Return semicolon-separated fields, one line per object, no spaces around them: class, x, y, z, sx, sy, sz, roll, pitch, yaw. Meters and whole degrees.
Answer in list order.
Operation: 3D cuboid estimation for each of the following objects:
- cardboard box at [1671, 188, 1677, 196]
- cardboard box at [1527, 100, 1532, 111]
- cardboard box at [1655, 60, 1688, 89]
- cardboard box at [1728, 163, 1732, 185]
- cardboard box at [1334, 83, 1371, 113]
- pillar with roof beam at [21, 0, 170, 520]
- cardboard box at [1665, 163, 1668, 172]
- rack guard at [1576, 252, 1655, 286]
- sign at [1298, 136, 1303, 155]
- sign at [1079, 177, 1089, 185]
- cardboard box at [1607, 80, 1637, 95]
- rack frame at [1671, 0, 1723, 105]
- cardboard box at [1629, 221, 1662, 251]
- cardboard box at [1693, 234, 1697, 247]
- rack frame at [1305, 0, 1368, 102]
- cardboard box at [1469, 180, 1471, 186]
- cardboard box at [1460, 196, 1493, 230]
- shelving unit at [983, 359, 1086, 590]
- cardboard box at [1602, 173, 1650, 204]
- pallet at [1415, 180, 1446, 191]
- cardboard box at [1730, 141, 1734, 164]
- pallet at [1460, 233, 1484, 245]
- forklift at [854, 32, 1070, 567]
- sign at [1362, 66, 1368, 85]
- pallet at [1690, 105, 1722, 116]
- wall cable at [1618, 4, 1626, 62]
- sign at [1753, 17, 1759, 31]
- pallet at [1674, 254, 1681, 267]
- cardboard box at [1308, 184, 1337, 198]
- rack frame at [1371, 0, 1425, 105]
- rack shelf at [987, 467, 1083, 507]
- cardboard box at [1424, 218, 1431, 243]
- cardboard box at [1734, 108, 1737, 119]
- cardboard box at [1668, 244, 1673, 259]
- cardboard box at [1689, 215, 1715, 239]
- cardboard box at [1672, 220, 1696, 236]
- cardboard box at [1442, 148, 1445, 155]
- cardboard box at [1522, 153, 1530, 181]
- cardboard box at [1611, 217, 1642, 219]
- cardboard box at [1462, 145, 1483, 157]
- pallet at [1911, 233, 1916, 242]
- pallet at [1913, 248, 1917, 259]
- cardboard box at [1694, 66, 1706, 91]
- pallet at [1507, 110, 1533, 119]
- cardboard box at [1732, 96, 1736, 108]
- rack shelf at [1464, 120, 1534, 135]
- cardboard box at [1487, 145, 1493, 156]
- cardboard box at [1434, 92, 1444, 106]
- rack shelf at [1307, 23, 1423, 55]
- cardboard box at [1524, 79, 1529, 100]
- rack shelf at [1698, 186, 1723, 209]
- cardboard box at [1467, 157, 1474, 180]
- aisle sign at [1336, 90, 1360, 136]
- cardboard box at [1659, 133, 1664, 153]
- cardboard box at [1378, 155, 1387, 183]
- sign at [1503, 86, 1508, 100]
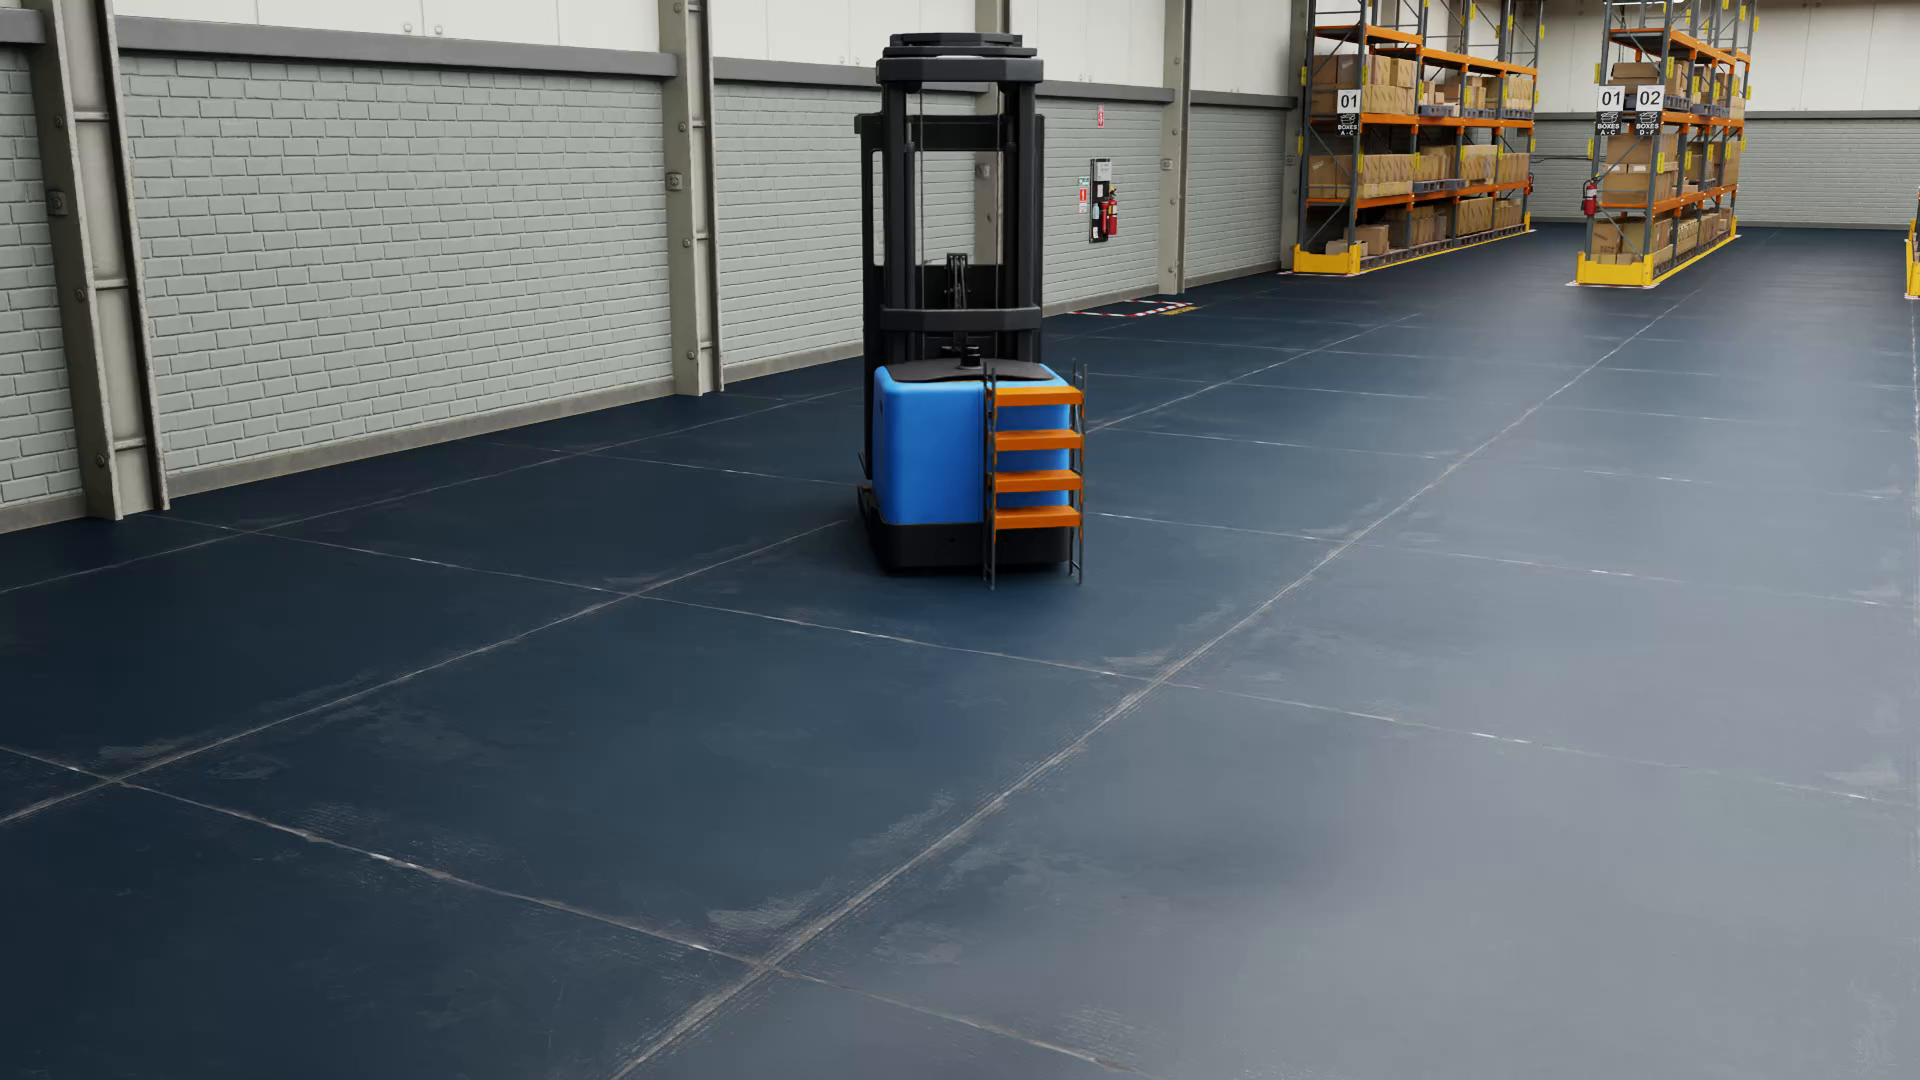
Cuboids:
cardboard box;13.504;-6.619;31.626;0.380;0.149;0.250;7;15;28
cardboard box;14.238;-11.063;42.333;0.500;0.250;0.500;8;16;30
cardboard box;13.229;-8.659;30.974;0.500;0.500;0.500;8;15;29
cardboard box;17.737;-8.554;38.903;0.500;0.500;0.500;7;15;28
cardboard box;7.005;-7.880;29.661;0.500;0.500;0.500;8;16;30
pillar with roof beam;-1.628;-4.069;7.712;9.100;9.000;0.400;7;15;28
cardboard box;12.212;-6.552;29.212;0.380;0.149;0.250;8;16;30
rack guard;10.951;-4.542;27.807;1.175;0.500;0.348;7;15;28
sign;6.148;-7.106;29.965;0.100;0.325;0.005;7;15;28
sign;1.729;-5.004;23.182;0.001;0.109;0.331;7;15;28
cardboard box;11.288;-7.686;28.239;0.500;0.250;0.500;7;15;28
rack frame;14.830;-10.320;33.640;1.000;3.000;0.127;7;15;28
cardboard box;11.887;-5.286;28.930;0.500;0.500;0.500;7;15;28
cardboard box;14.789;-6.135;34.054;0.500;0.250;0.500;8;16;29
rack frame;6.624;-9.239;29.157;1.000;3.000;0.127;7;15;28
cardboard box;11.451;-8.160;37.974;0.380;0.149;0.250;8;16;29
cardboard box;12.225;-7.796;39.660;0.750;0.750;0.750;8;15;29
shelving unit;0.395;-0.351;8.930;0.503;1.200;0.258;-3;14;-10
cardboard box;11.200;-5.905;27.914;0.700;0.500;0.500;7;15;28
pallet;9.571;-7.460;34.986;1.003;0.211;1.213;7;15;28
cardboard box;17.736;-9.035;38.763;0.500;0.500;0.500;7;15;26
pallet;11.530;-7.011;38.664;1.003;0.211;1.213;7;15;28
forklift;-0.073;-1.570;10.292;1.130;2.935;3.031;-2;14;-7
sign;7.100;-8.144;29.151;0.100;0.325;0.005;7;15;28
pallet;14.580;-8.621;33.394;1.213;0.211;1.003;8;16;31
wall cable;19.774;-14.281;45.919;3.097;2.526;0.112;7;15;28
sign;19.173;-12.425;40.042;0.100;0.325;0.005;7;15;28
pallet;13.218;-5.383;31.911;1.003;0.211;1.213;7;15;28
cardboard box;6.681;-6.377;30.364;0.500;0.250;0.500;8;16;29
rack frame;8.558;-10.060;32.561;1.000;3.000;0.127;7;15;28
rack shelf;0.395;-0.286;8.945;0.480;0.148;0.258;-3;14;-10
cardboard box;9.623;-6.611;35.452;0.700;0.500;0.500;7;15;28
cardboard box;17.704;-9.886;38.559;0.500;0.250;0.500;7;15;28
cardboard box;12.863;-5.330;30.715;0.500;0.250;0.500;7;15;28
cardboard box;16.287;-6.886;36.590;0.500;0.500;0.500;8;16;29
cardboard box;14.547;-6.301;33.543;0.500;0.311;0.500;7;15;27
cardboard box;10.351;-8.468;36.221;0.380;0.149;0.250;5;15;21
cardboard box;14.121;-9.645;43.002;0.980;0.700;0.700;8;16;31
cardboard box;12.163;-5.652;30.447;0.500;0.500;0.500;7;15;28
cardboard box;11.676;-8.914;38.119;0.500;0.250;0.500;7;15;27
pallet;22.599;-6.962;38.463;1.003;0.211;1.213;7;15;28
pallet;19.509;-5.652;33.029;1.003;0.211;1.213;7;15;28
cardboard box;15.046;-9.485;34.231;0.500;0.500;0.500;7;15;28
pallet;14.010;-10.867;42.498;1.003;0.211;1.213;7;15;28
cardboard box;17.456;-10.027;38.078;0.500;0.250;0.500;7;15;28
rack shelf;13.392;-10.304;41.507;1.077;0.370;4.000;7;15;28
cardboard box;12.168;-9.124;38.987;0.500;0.250;0.500;8;16;29
cardboard box;9.784;-9.227;35.242;0.797;0.503;0.637;10;17;36
rack shelf;7.591;-9.298;30.943;1.077;0.370;4.000;7;15;28
cardboard box;13.993;-11.325;41.821;0.500;0.500;0.500;8;16;30
rack shelf;15.797;-7.464;36.129;1.077;0.370;4.000;7;15;28
cardboard box;11.212;-8.344;37.353;0.500;0.500;0.500;8;16;30
aisle sign;6.852;-7.538;29.353;0.394;0.787;0.004;7;15;28
cardboard box;11.718;-6.759;28.687;0.700;0.500;0.500;7;15;28
cardboard box;7.621;-6.894;30.905;0.500;0.500;0.500;7;15;26
sign;12.905;-10.588;39.376;0.100;0.325;0.005;7;15;28
